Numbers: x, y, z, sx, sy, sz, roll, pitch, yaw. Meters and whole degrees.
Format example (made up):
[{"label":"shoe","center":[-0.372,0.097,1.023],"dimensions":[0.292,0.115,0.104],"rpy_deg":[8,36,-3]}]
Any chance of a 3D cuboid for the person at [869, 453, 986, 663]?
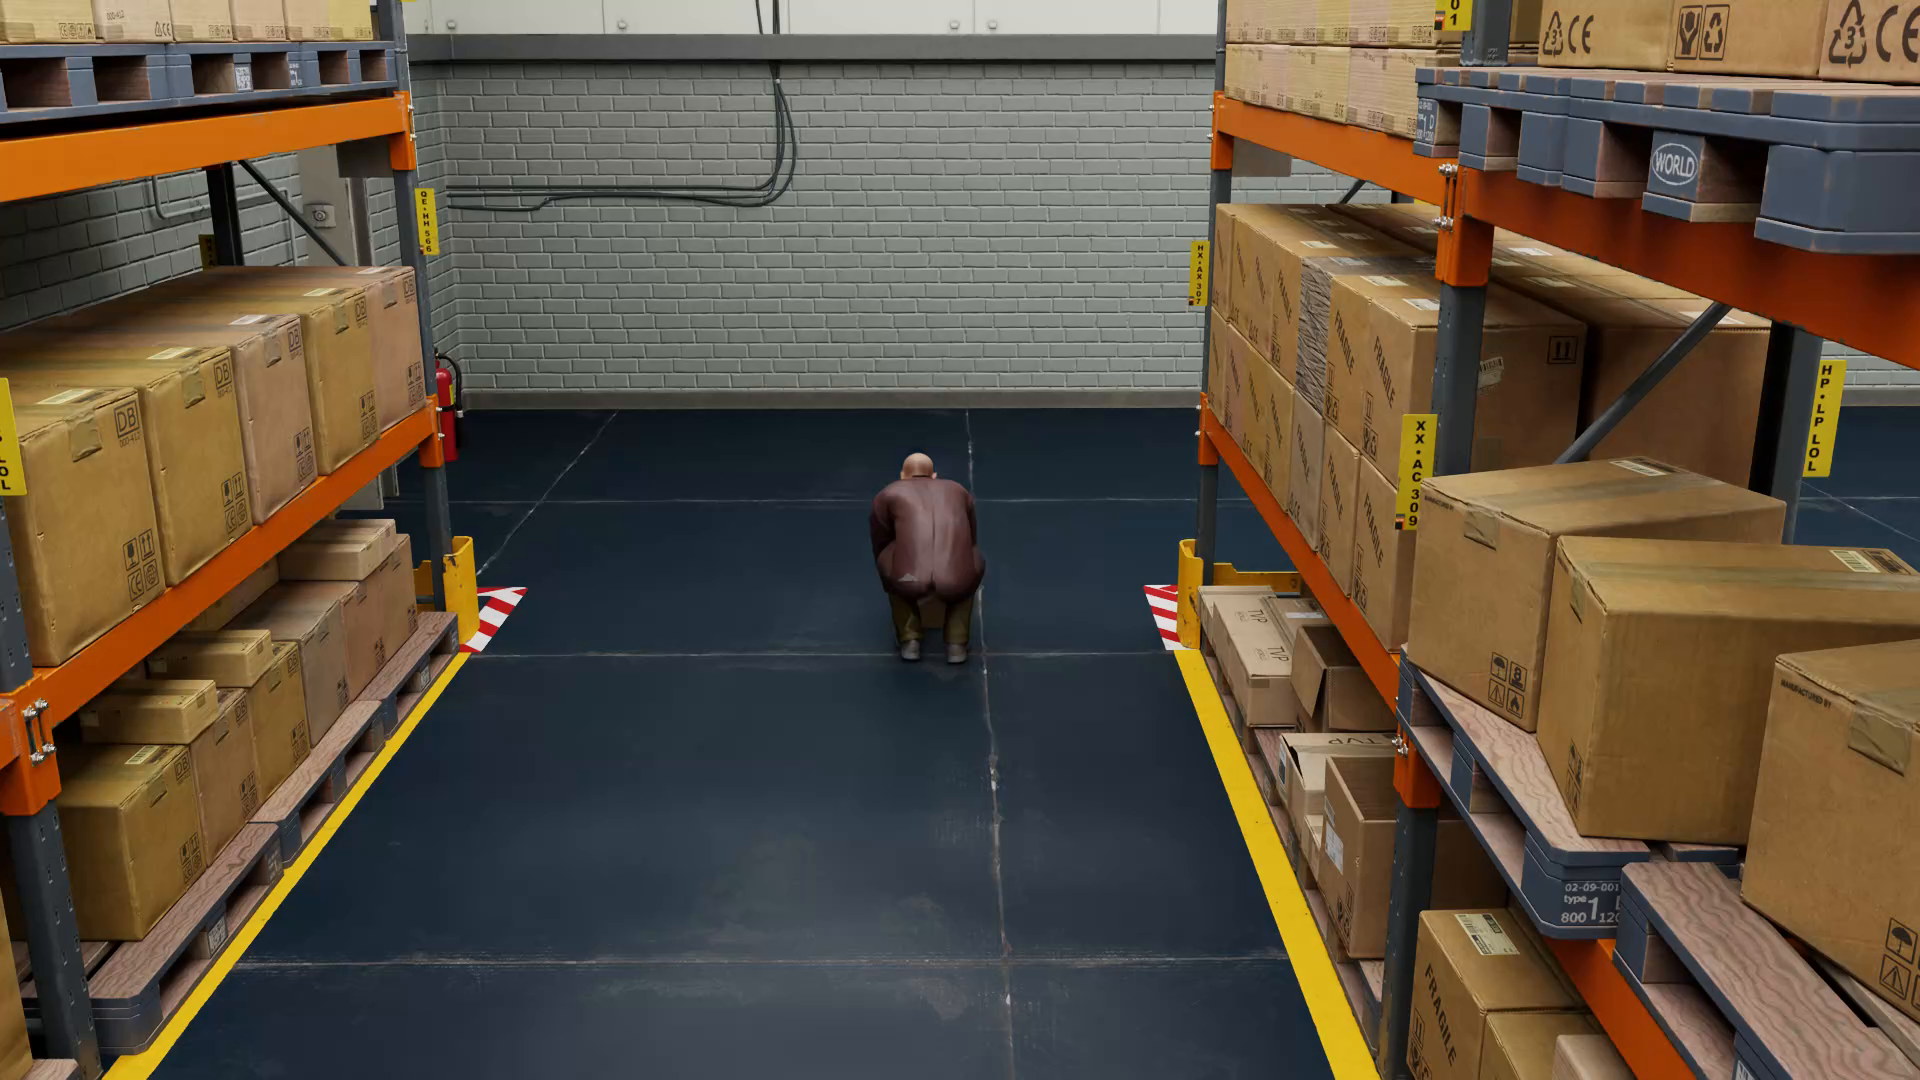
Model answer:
[{"label":"person","center":[-0.170,0.094,8.665],"dimensions":[0.609,0.964,0.900],"rpy_deg":[0,17,-1]}]
